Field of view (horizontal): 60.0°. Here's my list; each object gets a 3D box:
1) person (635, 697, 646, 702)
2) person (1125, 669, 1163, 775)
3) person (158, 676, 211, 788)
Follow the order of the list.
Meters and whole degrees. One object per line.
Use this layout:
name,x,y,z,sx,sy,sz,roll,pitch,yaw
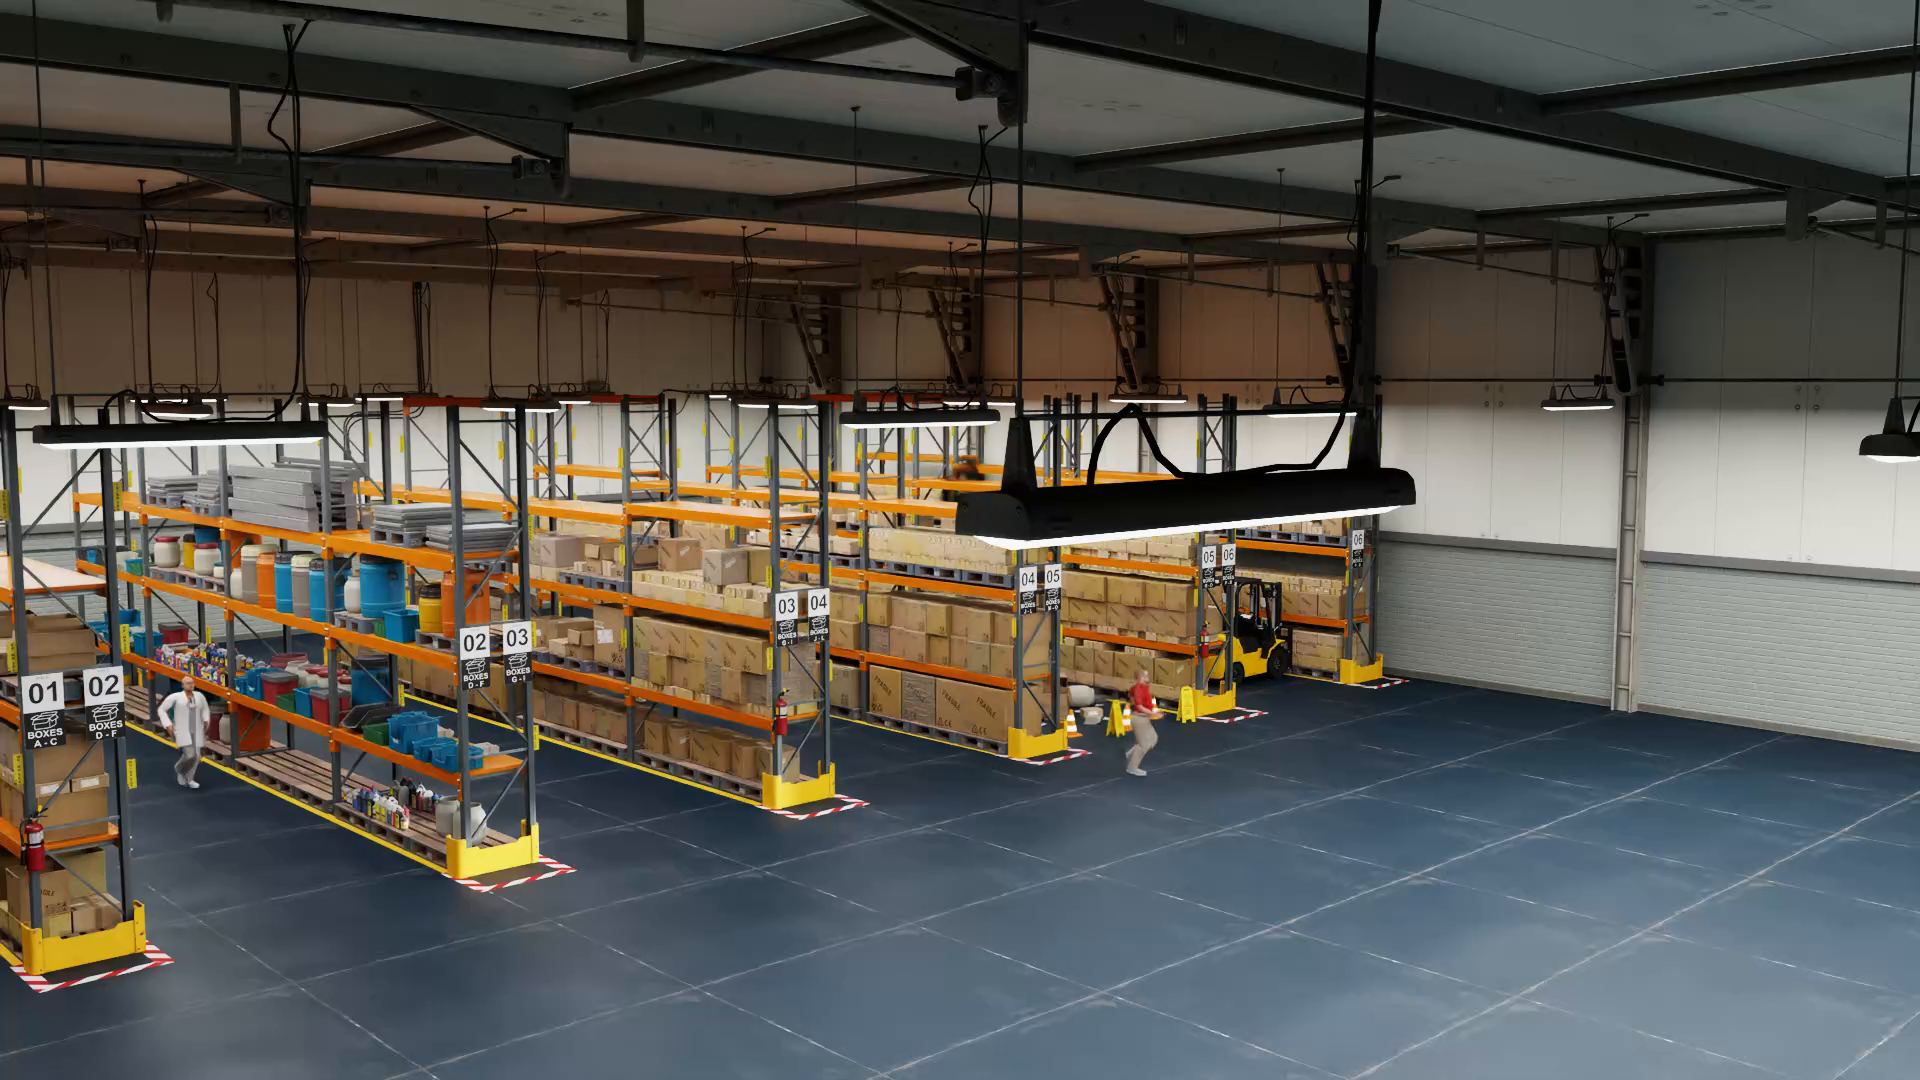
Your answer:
person,-6.304,2.404,32.644,0.559,1.550,0.532,4,7,39
person,2.955,2.911,26.704,0.608,1.692,0.699,1,6,6
person,-11.939,2.983,25.724,0.579,1.746,0.744,5,7,41
